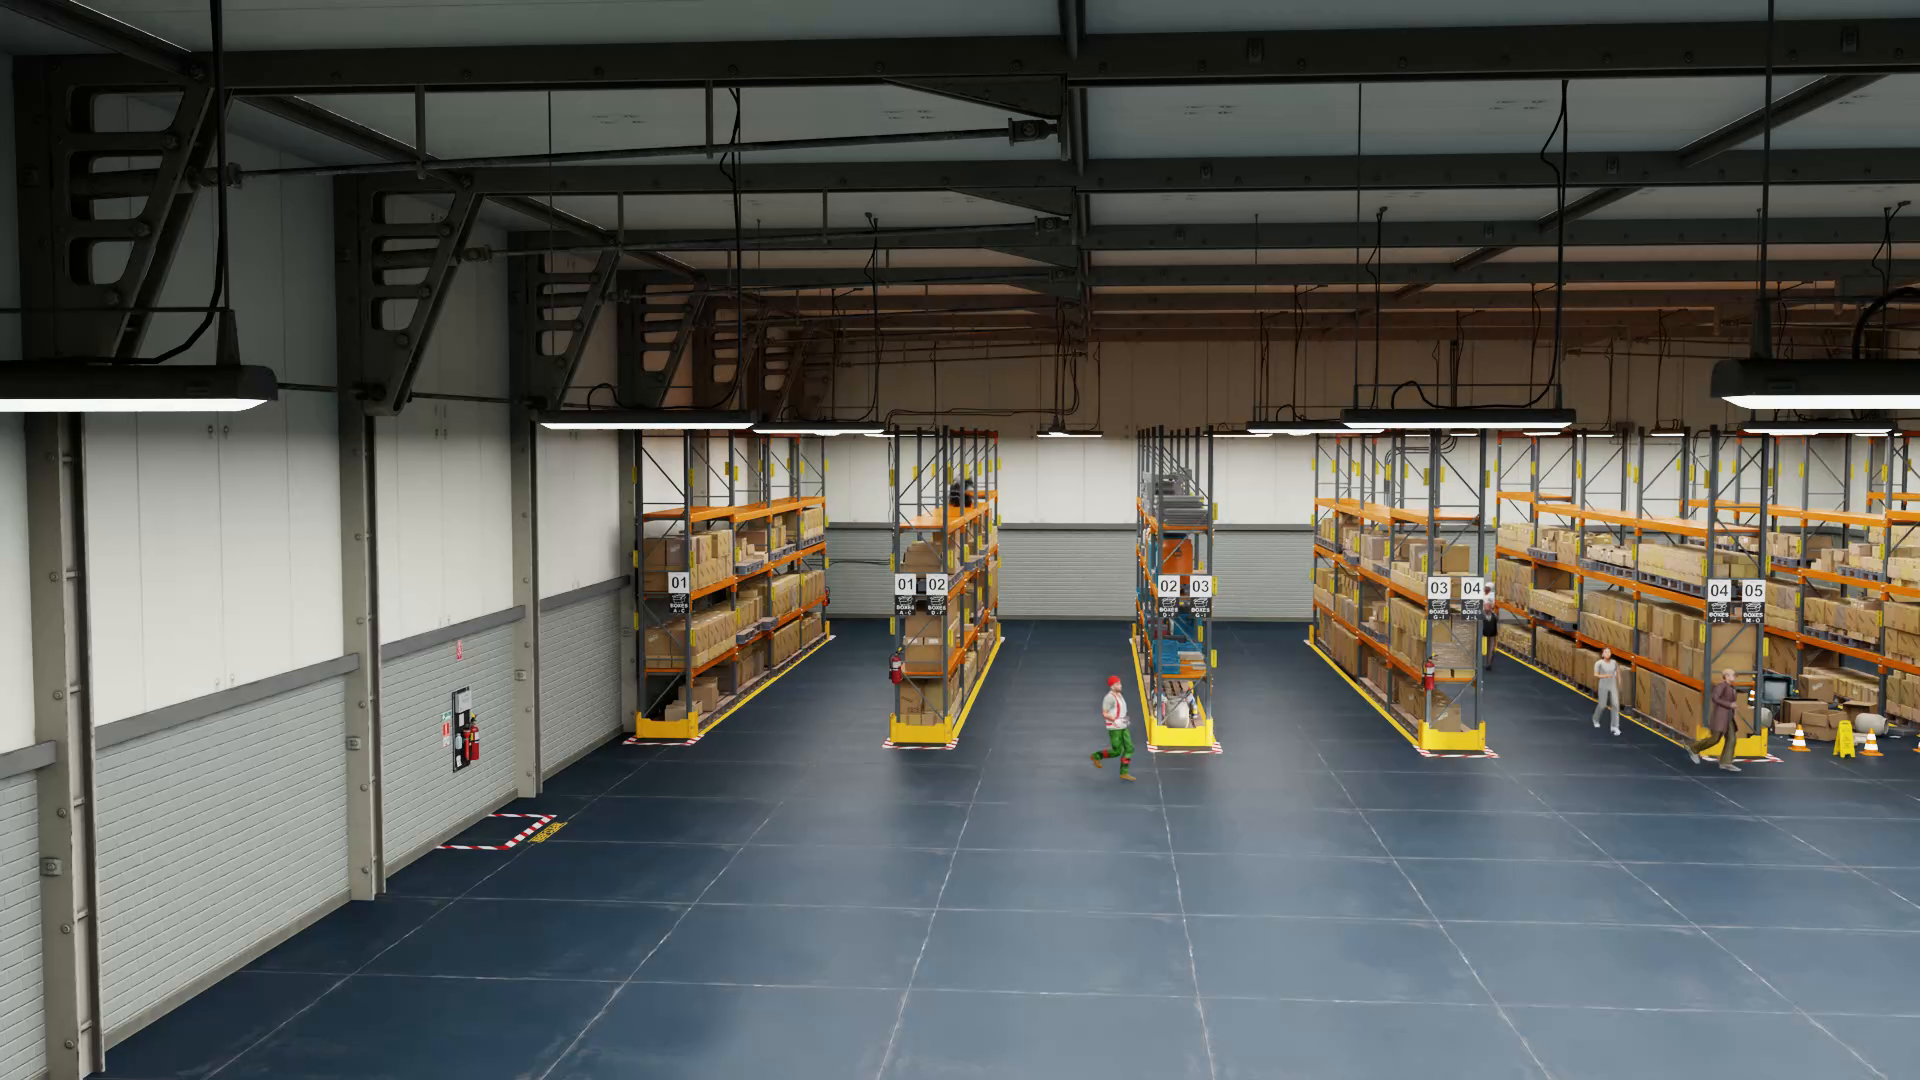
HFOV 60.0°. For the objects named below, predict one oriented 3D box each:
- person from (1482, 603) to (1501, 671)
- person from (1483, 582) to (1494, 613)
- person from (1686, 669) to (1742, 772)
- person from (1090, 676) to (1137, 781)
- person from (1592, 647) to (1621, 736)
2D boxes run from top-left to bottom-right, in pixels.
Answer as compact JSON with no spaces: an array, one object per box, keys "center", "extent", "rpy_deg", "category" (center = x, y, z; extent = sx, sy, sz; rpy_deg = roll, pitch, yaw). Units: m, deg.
[{"center":[13.176,2.404,41.473],"extent":[0.676,1.690,0.814],"rpy_deg":[0,3,7],"category":"person"},{"center":[14.942,2.038,47.163],"extent":[0.552,1.699,0.689],"rpy_deg":[-1,4,-17],"category":"person"},{"center":[13.295,3.111,29.051],"extent":[0.710,1.736,0.967],"rpy_deg":[-3,4,-39],"category":"person"},{"center":[2.618,3.168,28.116],"extent":[0.825,1.754,0.669],"rpy_deg":[2,4,30],"category":"person"},{"center":[12.688,2.924,32.567],"extent":[0.572,1.667,0.965],"rpy_deg":[0,3,1],"category":"person"}]
